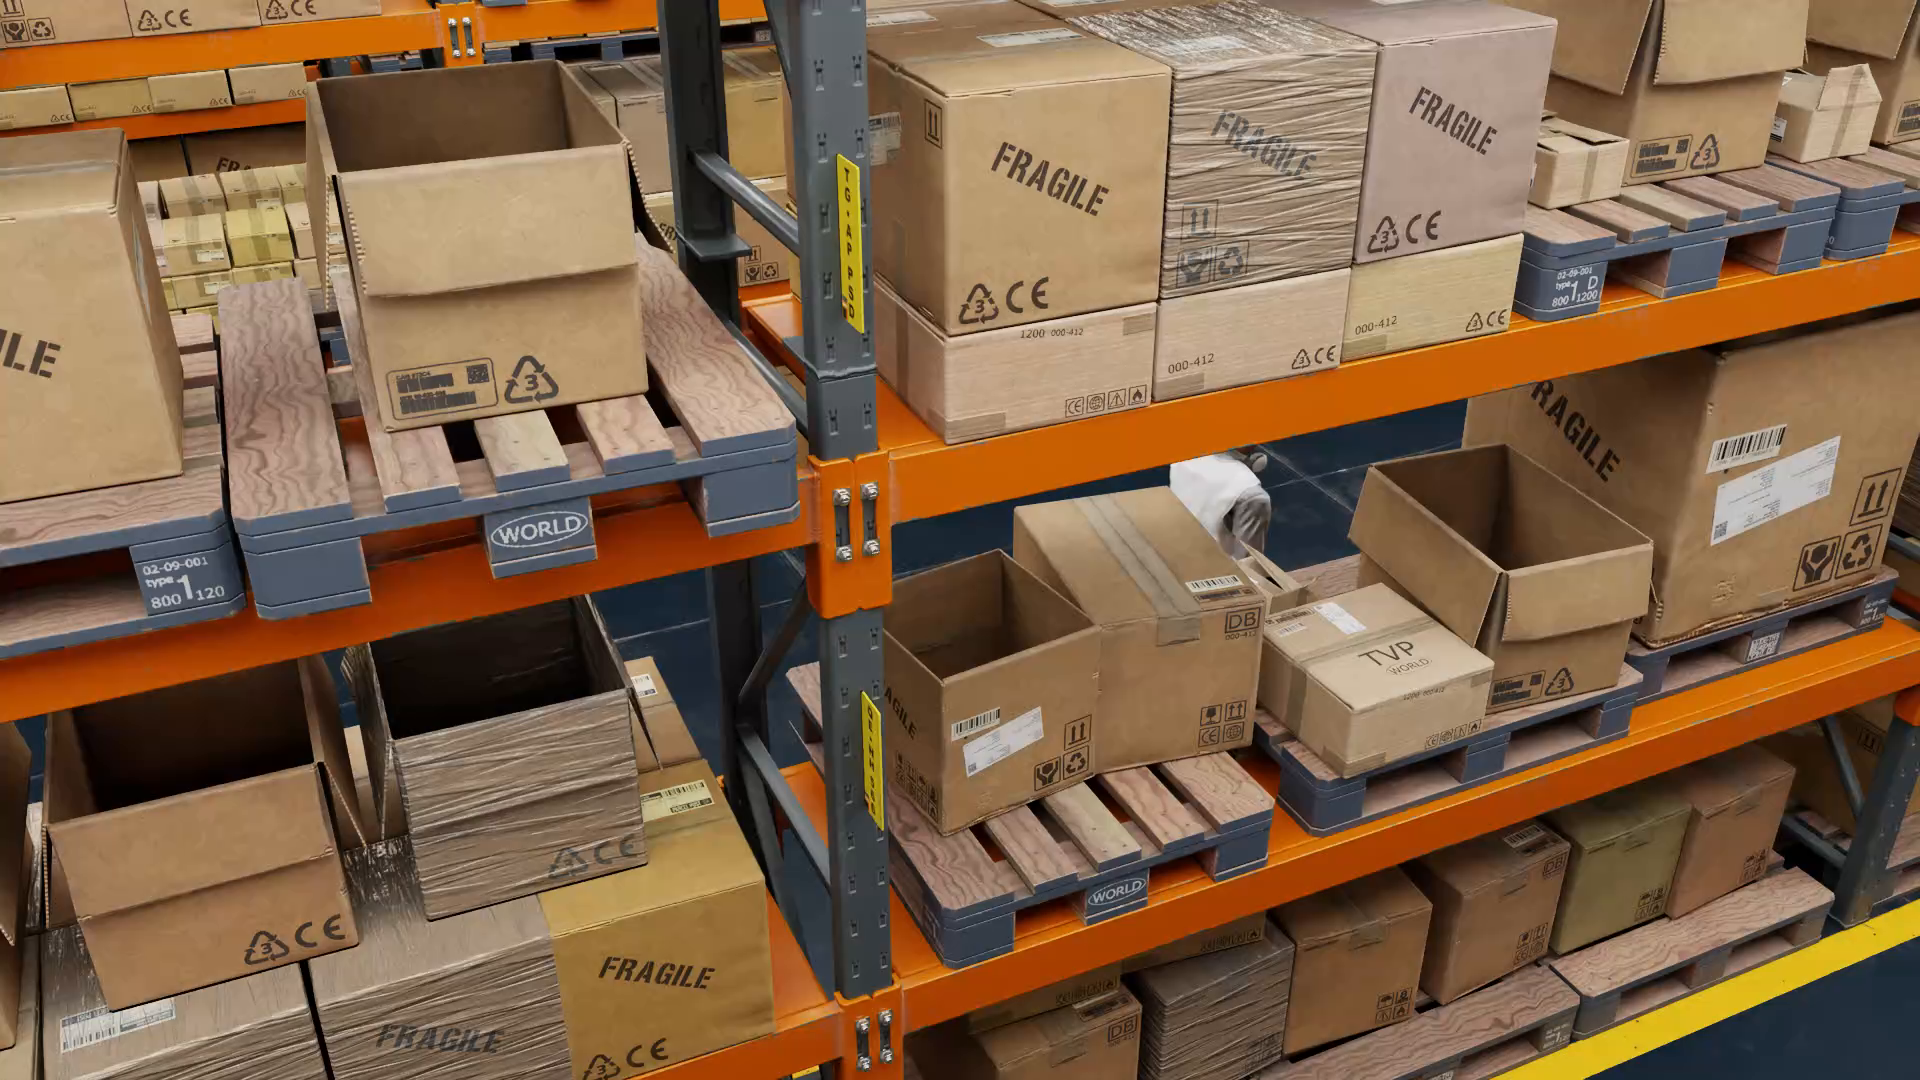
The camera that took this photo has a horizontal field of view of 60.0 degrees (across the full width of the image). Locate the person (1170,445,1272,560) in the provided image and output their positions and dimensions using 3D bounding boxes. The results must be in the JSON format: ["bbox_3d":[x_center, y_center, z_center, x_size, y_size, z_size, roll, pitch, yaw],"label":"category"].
[{"bbox_3d":[1.038,0.196,6.748,0.457,1.773,0.592,-15,32,-24],"label":"person"}]
